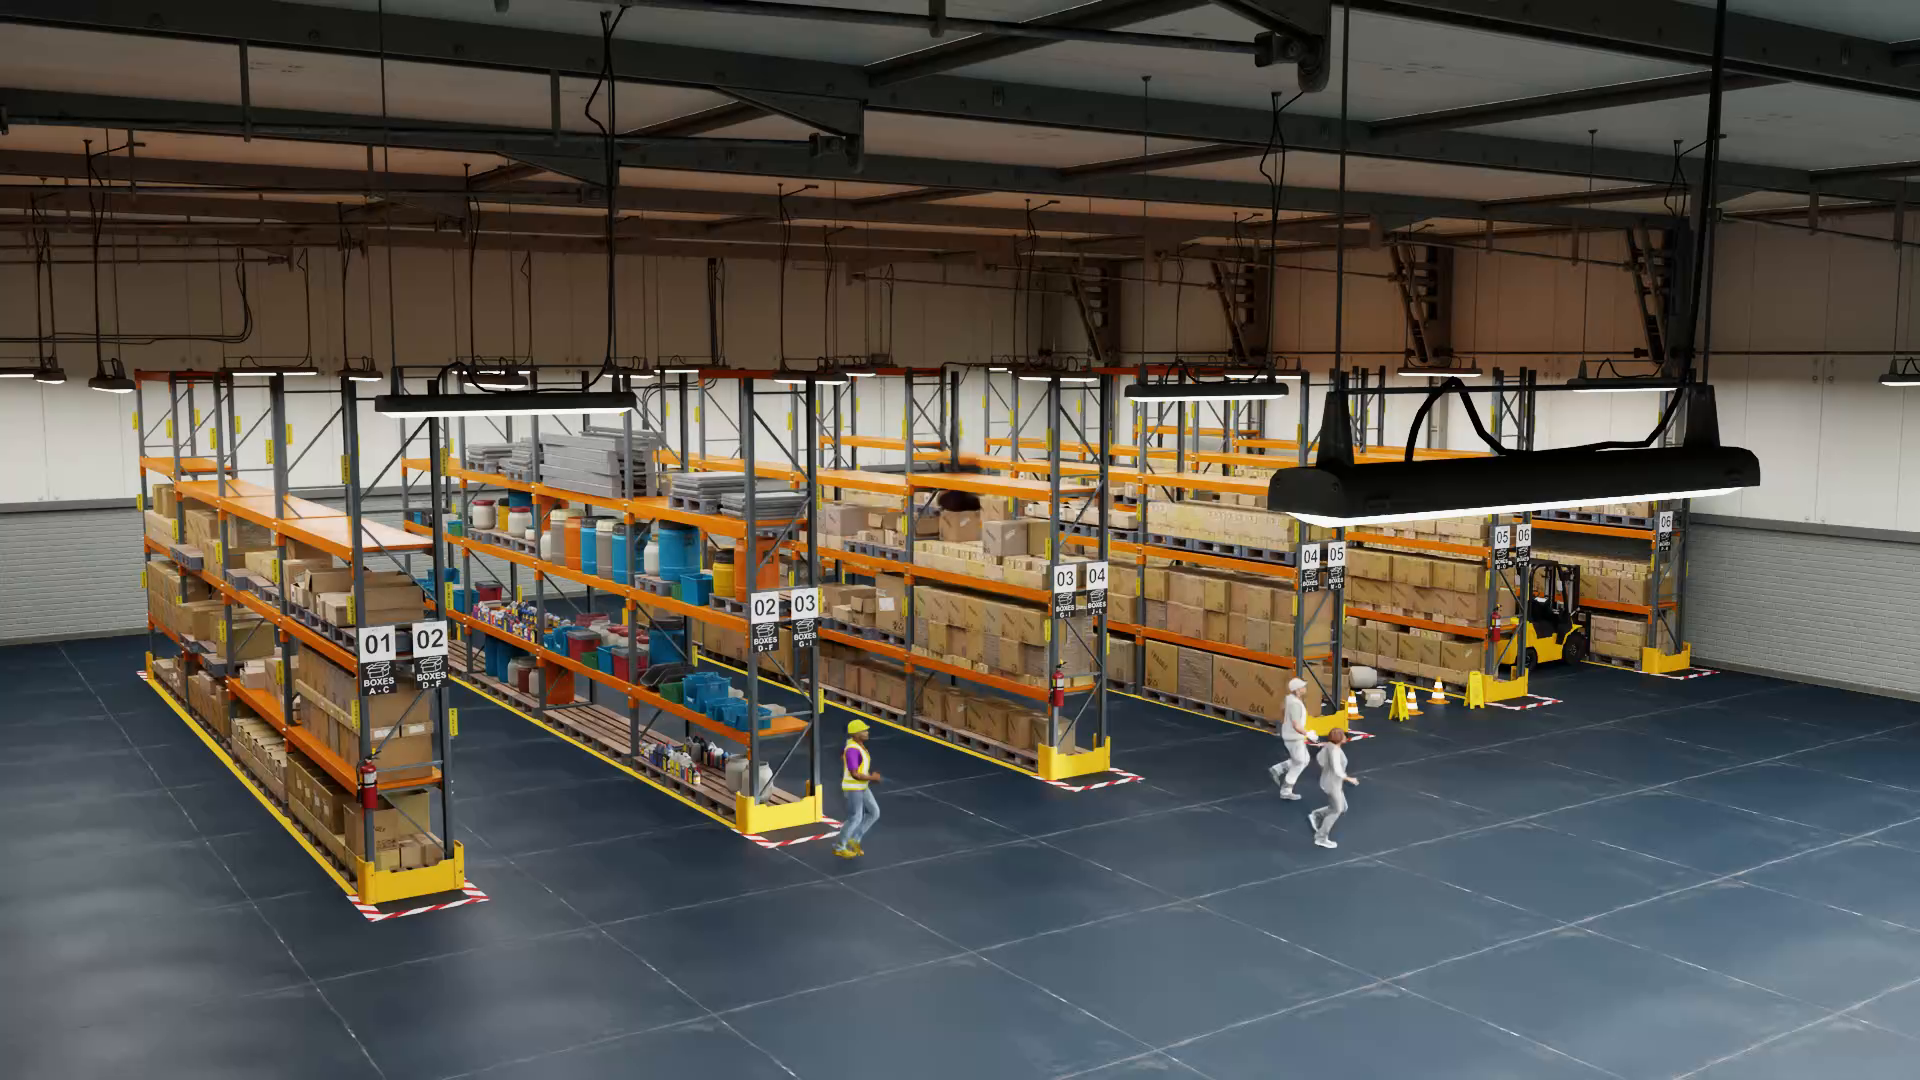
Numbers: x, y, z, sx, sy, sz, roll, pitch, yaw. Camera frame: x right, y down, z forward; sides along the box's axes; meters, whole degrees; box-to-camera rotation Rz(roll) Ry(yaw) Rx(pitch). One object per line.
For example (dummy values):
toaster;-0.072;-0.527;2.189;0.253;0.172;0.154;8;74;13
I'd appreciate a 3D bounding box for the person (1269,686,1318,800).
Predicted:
person;4.732;2.835;23.600;0.664;1.695;0.685;1;6;5

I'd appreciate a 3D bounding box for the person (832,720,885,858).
person;-1.261;3.124;20.849;0.680;1.779;0.727;1;6;5

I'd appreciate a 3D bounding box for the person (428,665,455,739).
person;-8.635;2.382;27.382;0.612;1.702;0.919;-6;9;-45

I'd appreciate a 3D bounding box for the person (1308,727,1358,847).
person;4.794;3.162;21.361;0.603;1.559;0.566;0;6;1
